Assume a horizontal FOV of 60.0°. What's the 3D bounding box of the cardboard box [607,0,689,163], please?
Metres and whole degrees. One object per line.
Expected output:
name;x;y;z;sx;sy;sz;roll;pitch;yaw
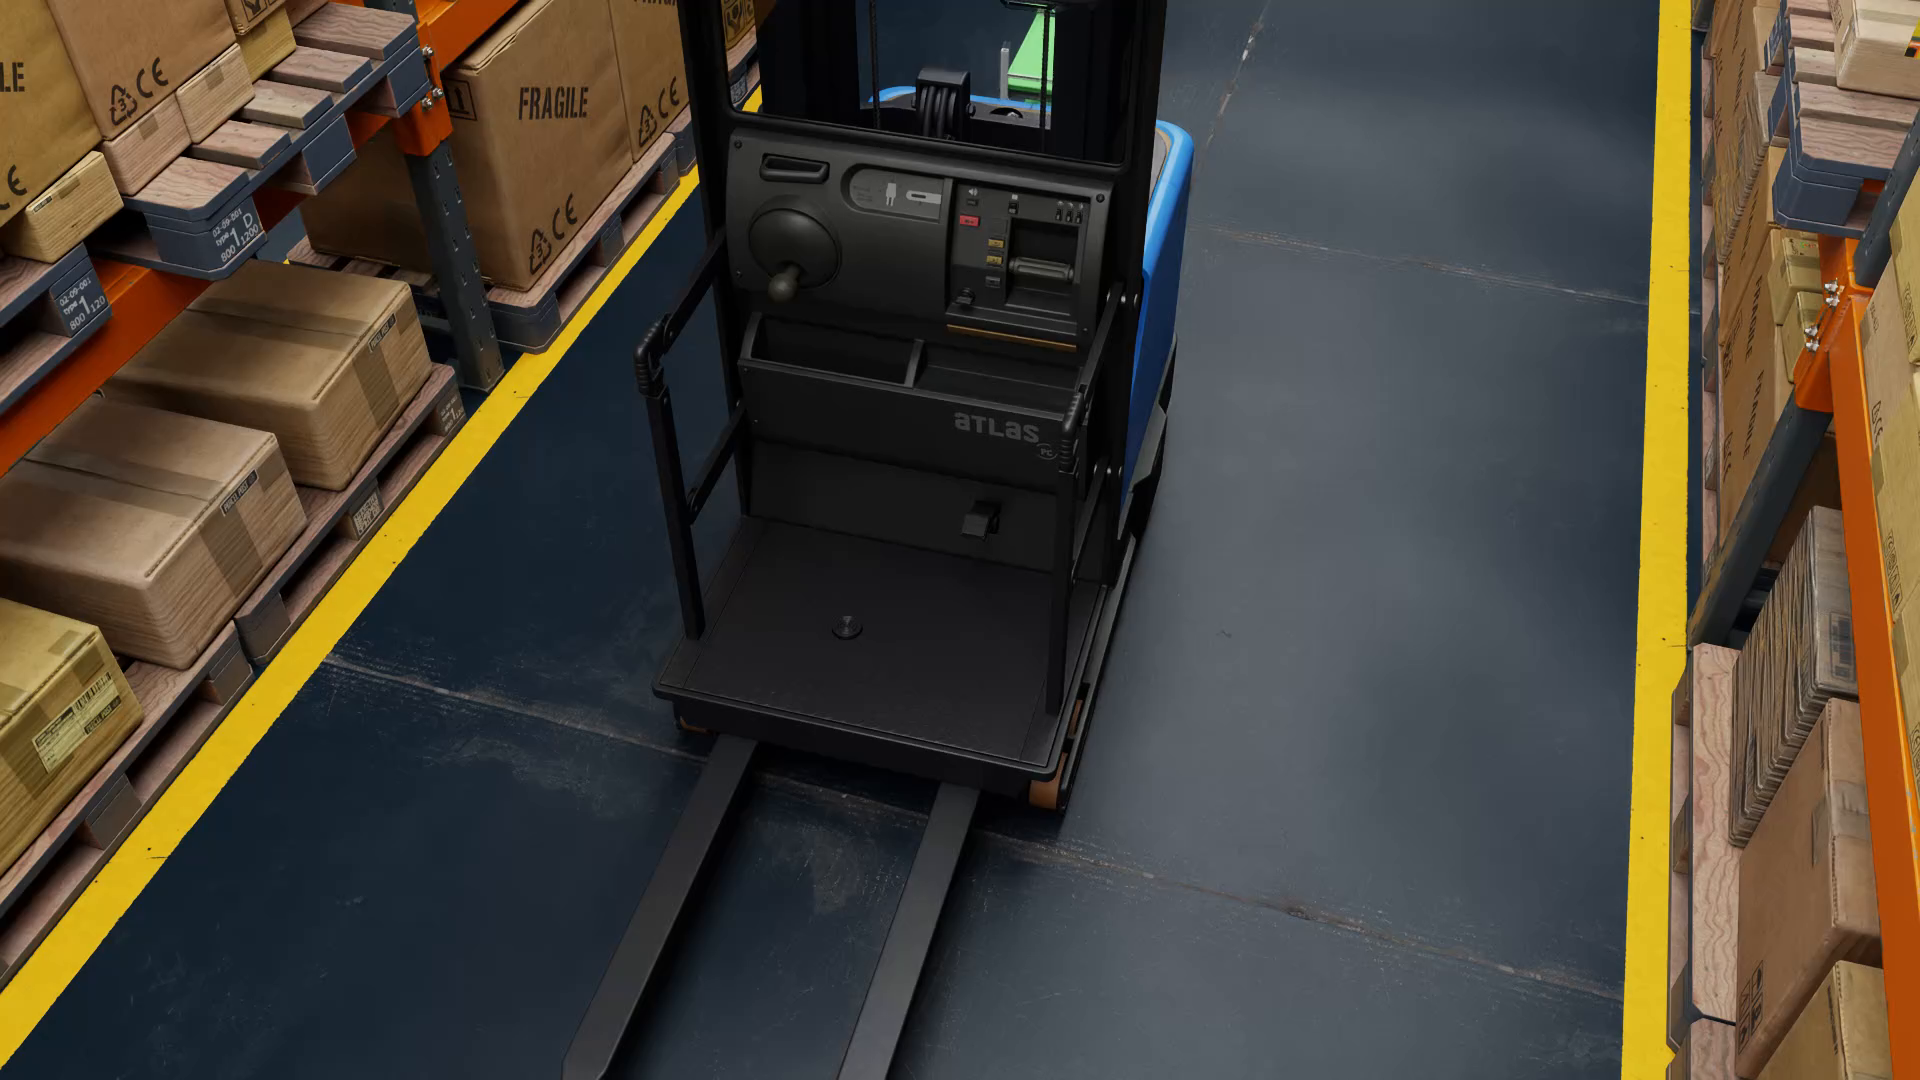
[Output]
cardboard box;-1.529;-2.150;6.521;0.875;0.875;0.875;13;46;13

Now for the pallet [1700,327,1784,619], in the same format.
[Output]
pallet;2.902;-0.167;5.270;1.003;0.211;1.213;13;46;13

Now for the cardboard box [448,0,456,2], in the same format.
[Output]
cardboard box;-1.704;-1.942;5.197;0.500;0.250;0.500;12;46;12

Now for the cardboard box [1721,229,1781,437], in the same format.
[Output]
cardboard box;2.725;-0.590;5.195;0.500;0.500;0.500;12;46;12

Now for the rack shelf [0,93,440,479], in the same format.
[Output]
rack shelf;-2.698;-0.133;3.755;1.077;0.370;4.000;13;46;13

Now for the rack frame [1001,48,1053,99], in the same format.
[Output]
rack frame;0.244;-1.045;5.460;0.240;1.200;0.015;11;45;11

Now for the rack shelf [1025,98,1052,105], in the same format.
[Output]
rack shelf;0.309;-1.335;5.505;0.258;0.148;0.480;11;45;11

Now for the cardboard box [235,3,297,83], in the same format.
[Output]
cardboard box;-1.979;-1.321;4.334;0.380;0.149;0.250;13;46;13

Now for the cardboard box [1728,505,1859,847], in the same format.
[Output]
cardboard box;2.438;0.437;4.056;0.875;0.625;0.625;14;46;14

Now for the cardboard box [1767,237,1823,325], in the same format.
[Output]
cardboard box;2.601;-0.734;4.879;0.380;0.149;0.250;10;45;10

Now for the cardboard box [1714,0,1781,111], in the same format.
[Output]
cardboard box;3.338;-1.965;6.601;0.500;0.500;0.500;12;46;12

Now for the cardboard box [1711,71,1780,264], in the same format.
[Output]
cardboard box;3.020;-1.289;5.910;0.500;0.500;0.500;11;45;11

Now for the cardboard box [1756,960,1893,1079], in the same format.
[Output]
cardboard box;2.044;1.323;3.150;0.875;0.625;0.625;11;45;11

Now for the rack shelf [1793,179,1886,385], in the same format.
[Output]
rack shelf;3.246;-1.750;5.408;1.077;0.370;4.000;13;46;13

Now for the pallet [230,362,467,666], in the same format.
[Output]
pallet;-2.330;-0.206;5.309;1.003;0.211;1.213;13;46;13

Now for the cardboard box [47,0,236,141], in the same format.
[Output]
cardboard box;-2.111;-1.306;3.856;0.500;0.500;0.500;12;46;12

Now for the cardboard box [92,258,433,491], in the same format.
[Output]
cardboard box;-2.272;-0.559;5.255;0.950;0.372;0.625;10;45;10

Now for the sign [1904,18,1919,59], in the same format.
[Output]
sign;2.120;-1.168;3.528;0.100;0.325;0.005;13;46;13

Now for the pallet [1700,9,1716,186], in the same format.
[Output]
pallet;3.641;-1.793;6.932;1.003;0.211;1.213;13;46;13

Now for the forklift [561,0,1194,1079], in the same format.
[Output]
forklift;-0.165;-0.628;3.796;1.130;2.935;3.031;11;45;11

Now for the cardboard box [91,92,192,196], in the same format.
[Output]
cardboard box;-2.097;-0.977;3.983;0.380;0.149;0.250;11;45;11

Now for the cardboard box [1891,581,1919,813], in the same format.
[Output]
cardboard box;1.966;0.303;2.903;0.500;0.250;0.500;11;45;11

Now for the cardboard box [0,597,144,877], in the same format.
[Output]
cardboard box;-2.723;0.439;4.236;0.950;0.372;0.625;14;46;14

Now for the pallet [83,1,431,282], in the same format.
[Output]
pallet;-2.206;-1.157;4.425;1.213;0.211;1.003;13;46;13

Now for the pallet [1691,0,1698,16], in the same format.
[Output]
pallet;4.060;-2.801;7.962;1.003;0.211;1.213;13;46;13

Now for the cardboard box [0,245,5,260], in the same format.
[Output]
cardboard box;-2.363;-0.650;3.649;0.380;0.149;0.250;13;46;13

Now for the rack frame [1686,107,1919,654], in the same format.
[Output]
rack frame;2.640;-0.674;3.794;1.000;3.000;0.127;13;46;13

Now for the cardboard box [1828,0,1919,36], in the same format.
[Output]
cardboard box;2.651;-1.542;4.488;0.500;0.250;0.500;11;45;11

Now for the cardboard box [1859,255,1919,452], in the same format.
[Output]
cardboard box;2.273;-0.376;3.597;0.500;0.250;0.500;13;46;13

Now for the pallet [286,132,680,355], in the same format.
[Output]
pallet;-1.781;-1.236;6.362;1.003;0.211;1.213;13;46;13

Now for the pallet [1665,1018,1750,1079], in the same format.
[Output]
pallet;1.982;1.674;3.389;1.003;0.211;1.213;13;46;13

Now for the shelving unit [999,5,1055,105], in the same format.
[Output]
shelving unit;0.309;-1.209;5.628;0.258;1.200;0.503;11;45;11
